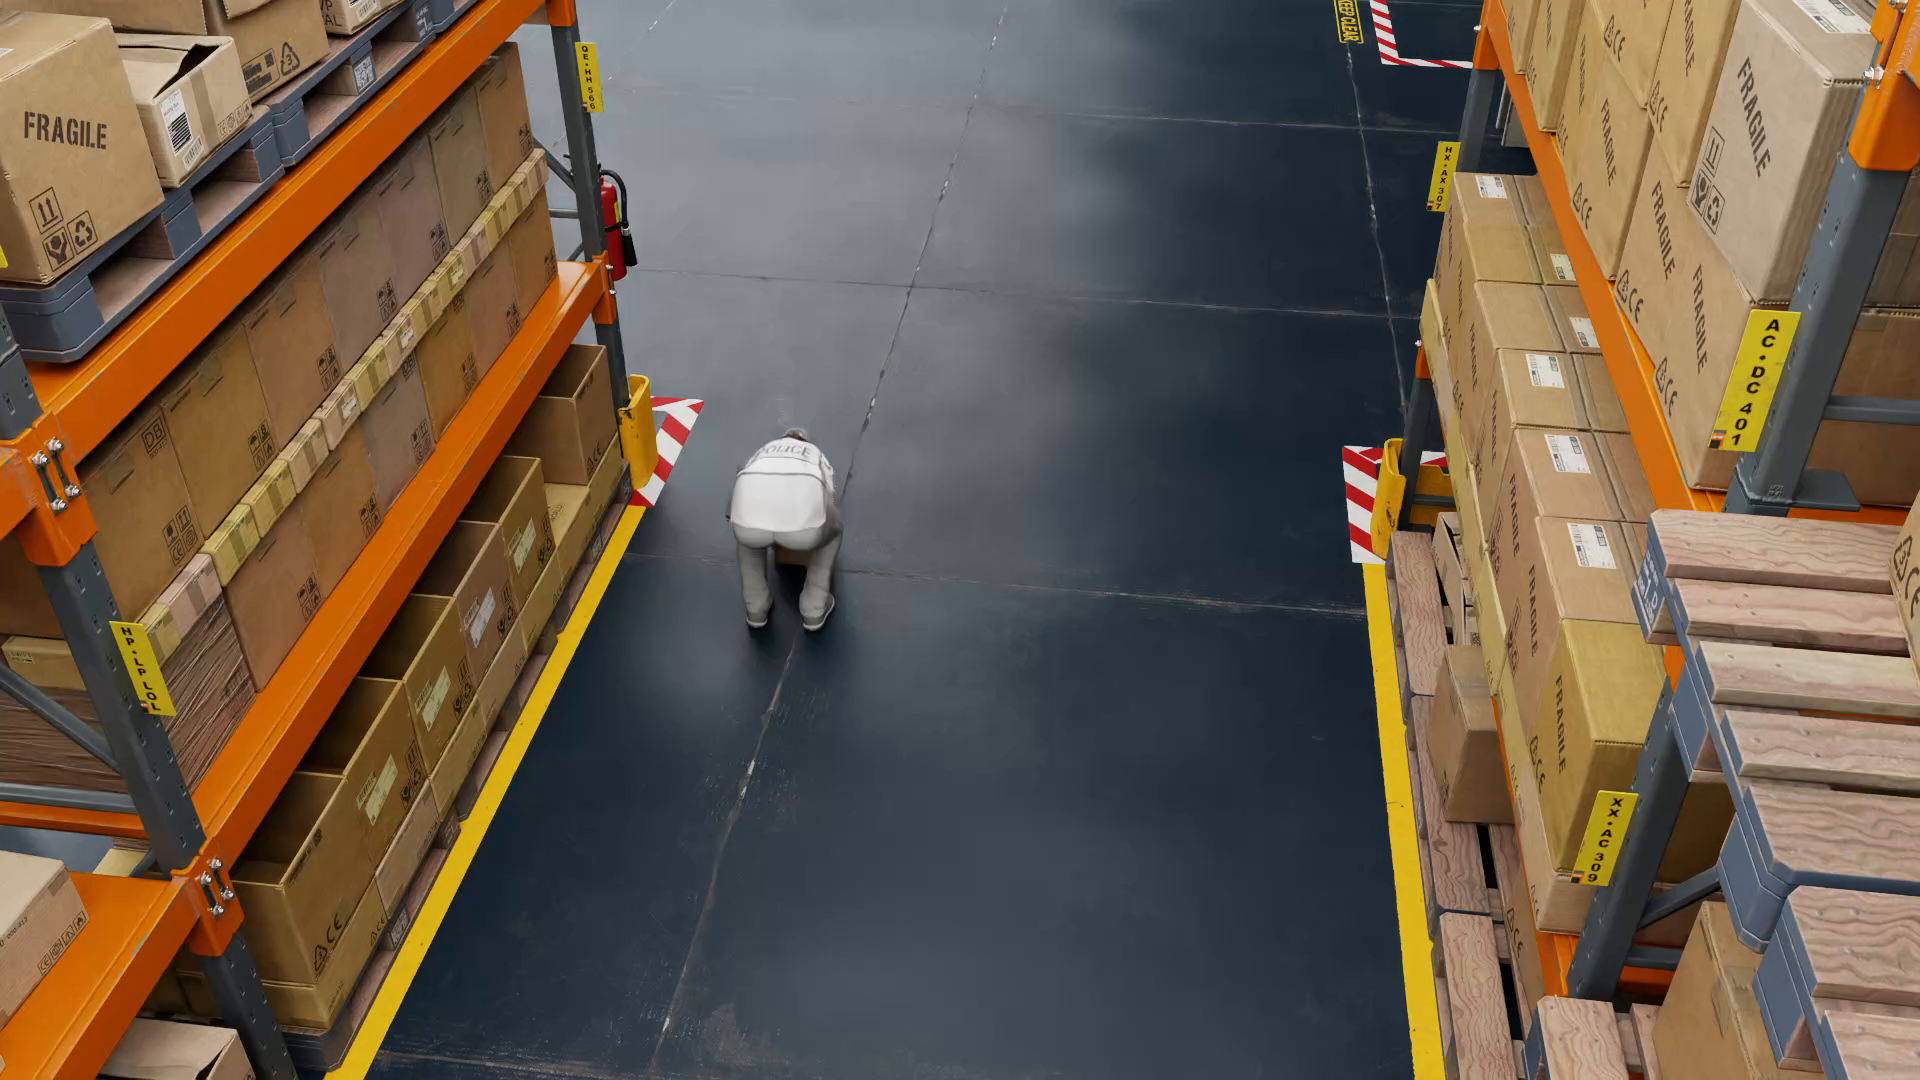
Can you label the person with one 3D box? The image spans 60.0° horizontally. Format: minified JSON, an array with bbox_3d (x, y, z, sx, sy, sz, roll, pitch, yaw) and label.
[{"bbox_3d":[-0.809,-0.097,7.827,0.520,0.887,0.937,2,36,3],"label":"person"}]
